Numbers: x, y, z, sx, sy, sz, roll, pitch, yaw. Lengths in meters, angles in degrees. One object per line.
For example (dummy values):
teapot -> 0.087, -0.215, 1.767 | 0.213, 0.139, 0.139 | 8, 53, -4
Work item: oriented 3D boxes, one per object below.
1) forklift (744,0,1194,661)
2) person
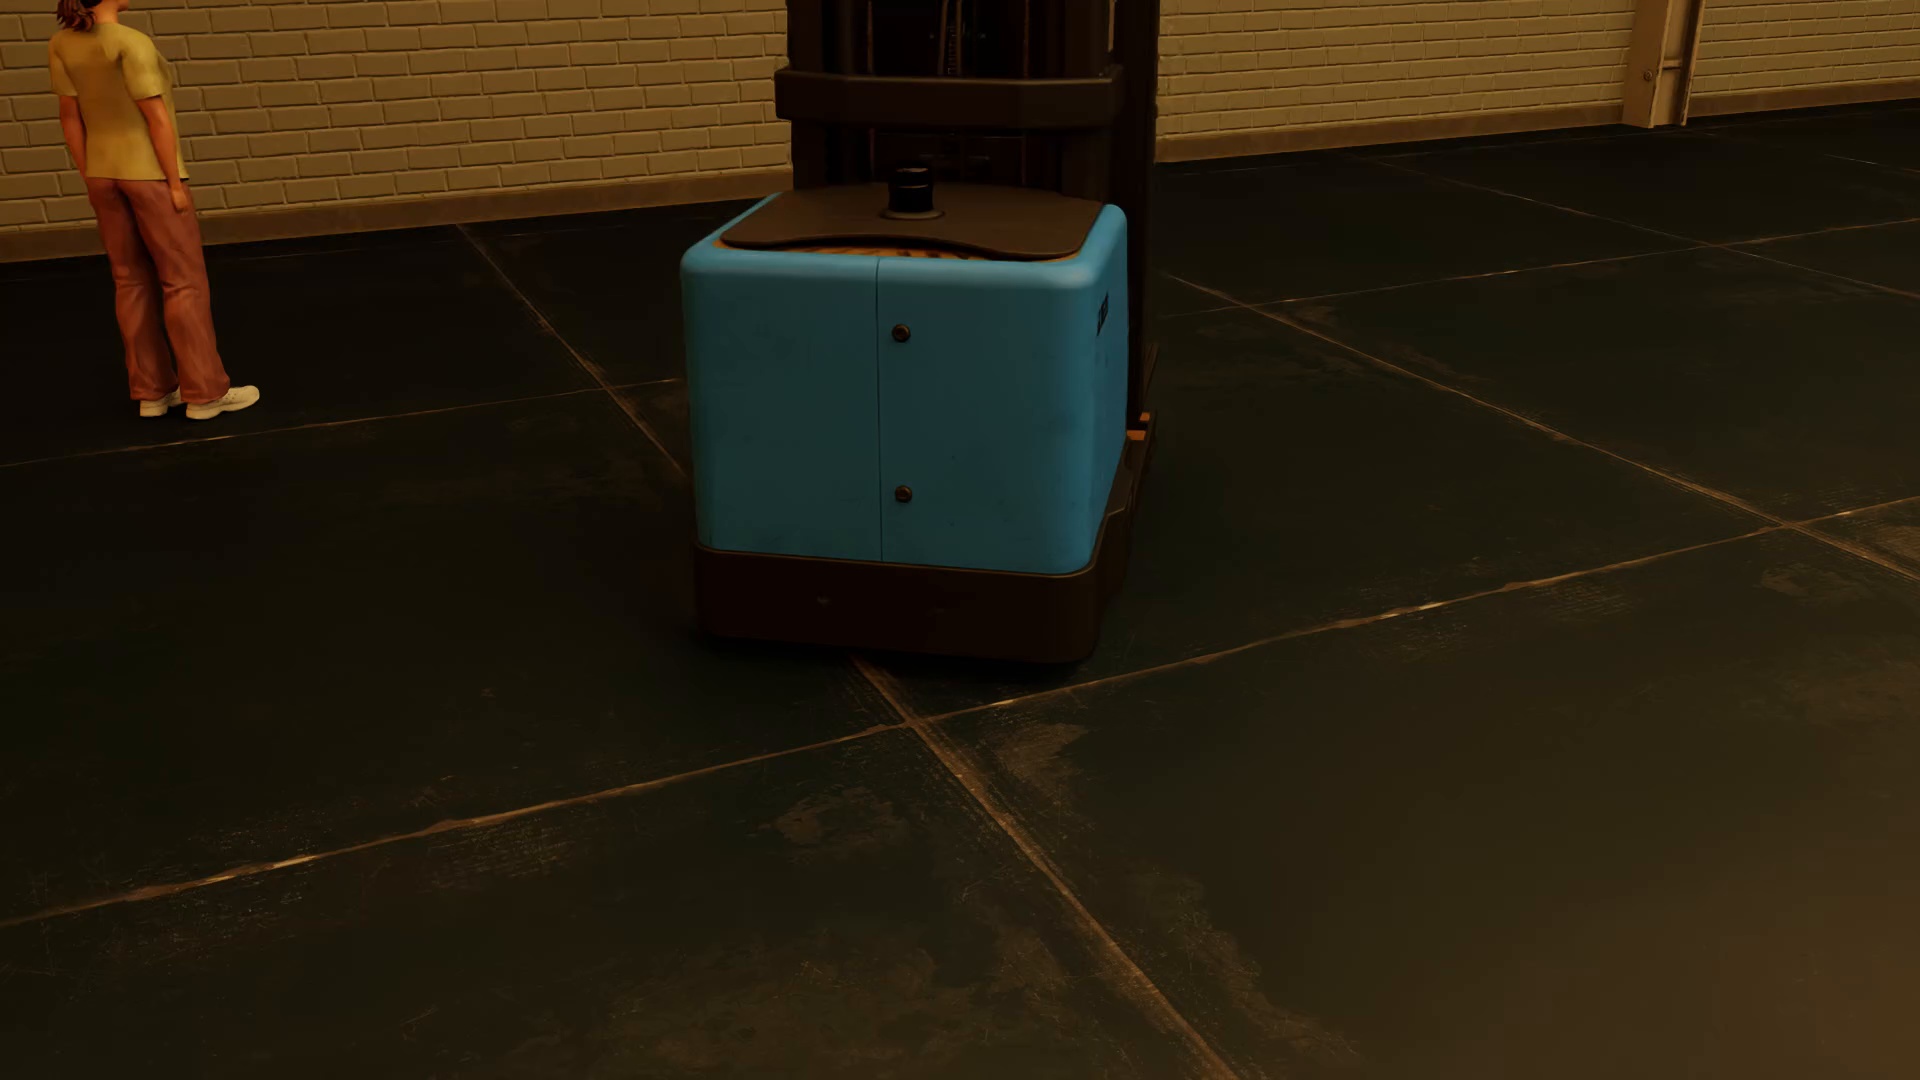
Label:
forklift -> -0.112, -1.579, 5.086 | 1.130, 2.935, 3.031 | -3, 23, -6
person -> -2.933, -1.260, 5.962 | 0.437, 1.671, 0.383 | 5, 23, 13
